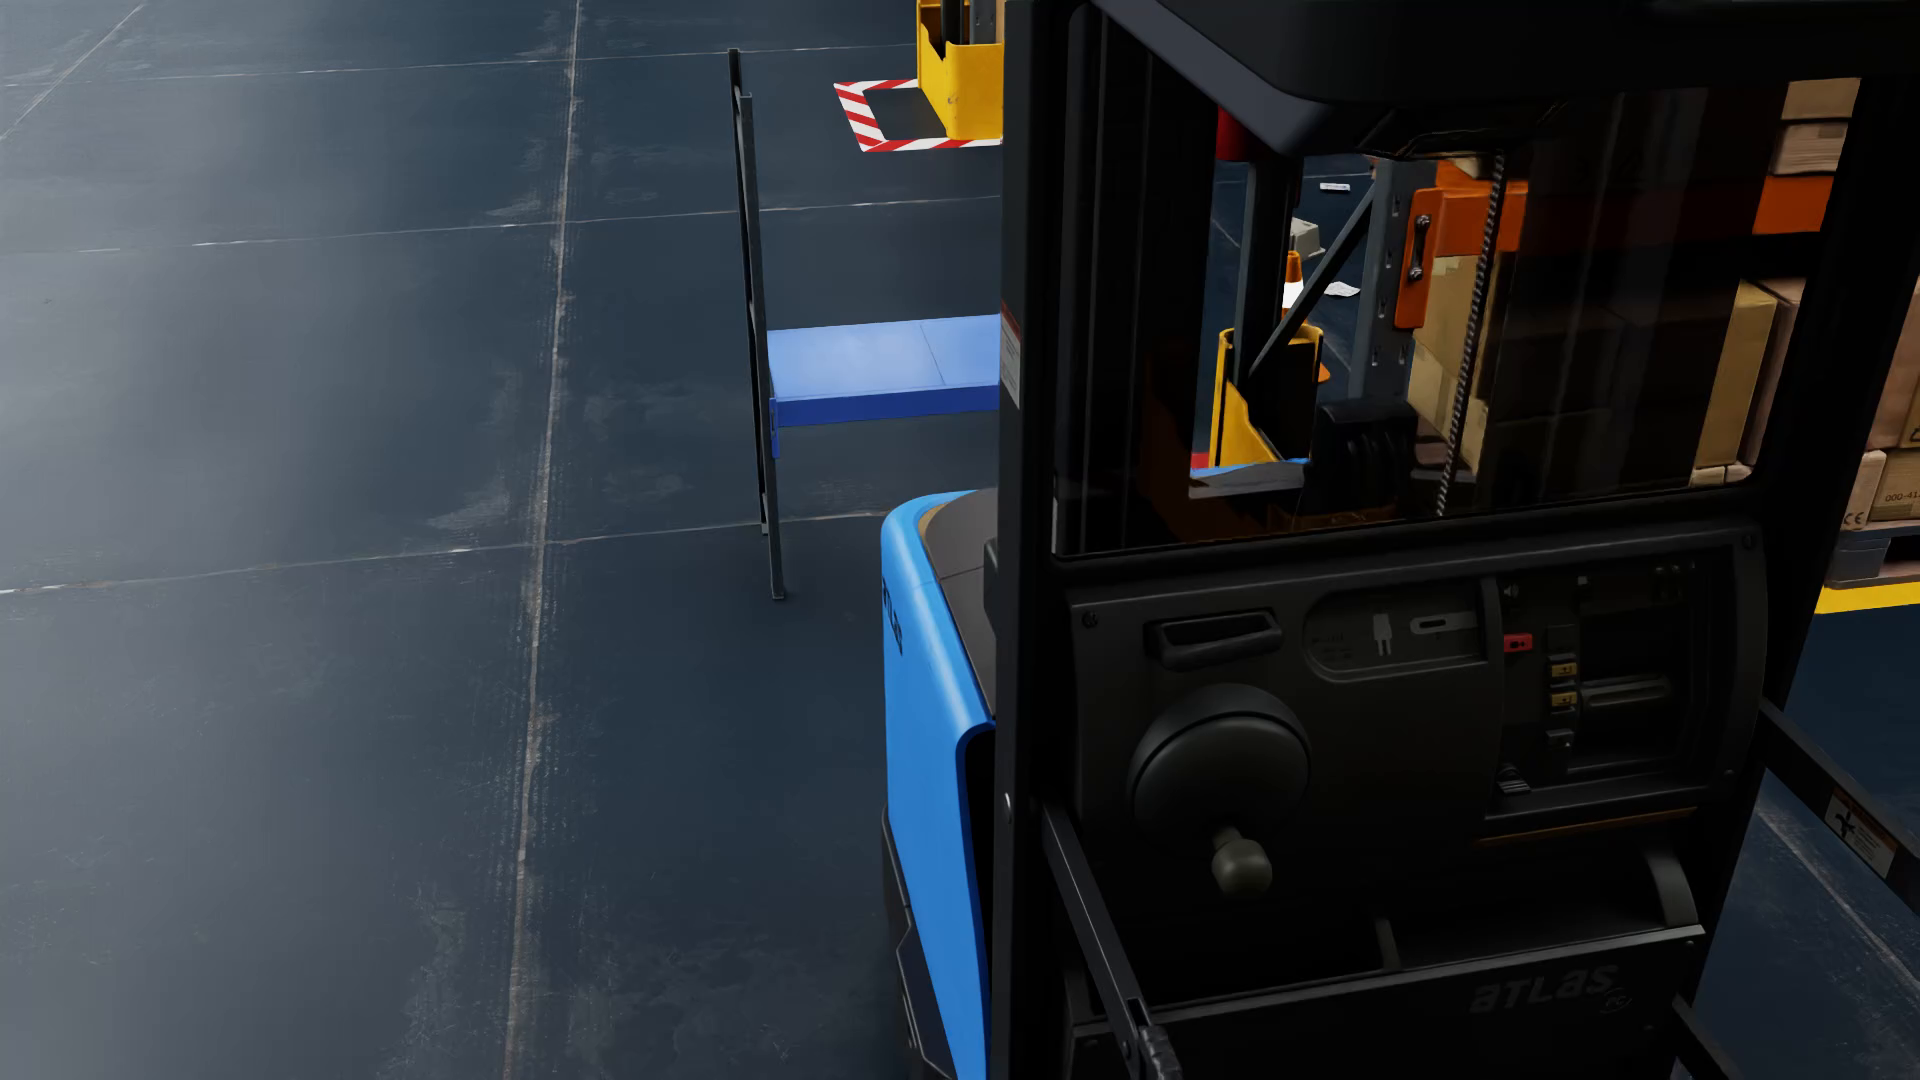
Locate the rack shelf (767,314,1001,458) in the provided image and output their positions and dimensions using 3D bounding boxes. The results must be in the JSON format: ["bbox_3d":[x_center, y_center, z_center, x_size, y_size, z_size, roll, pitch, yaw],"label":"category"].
[{"bbox_3d":[-0.084,-0.484,4.948,1.000,0.185,0.538,-5,31,-9],"label":"rack shelf"}]

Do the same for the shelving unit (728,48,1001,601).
[{"bbox_3d":[-0.084,-0.639,4.857,1.048,1.500,0.538,-5,31,-9],"label":"shelving unit"}]

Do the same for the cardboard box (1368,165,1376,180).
[{"bbox_3d":[2.300,-1.616,7.501,0.797,0.503,0.637,23,37,33],"label":"cardboard box"}]

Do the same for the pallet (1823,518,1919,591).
[{"bbox_3d":[3.106,-0.240,5.450,1.213,0.211,1.003,-5,31,-9],"label":"pallet"}]

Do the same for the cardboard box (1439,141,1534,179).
[{"bbox_3d":[1.400,-1.089,4.390,0.250,0.149,0.380,-5,31,-9],"label":"cardboard box"}]

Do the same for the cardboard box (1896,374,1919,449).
[{"bbox_3d":[2.904,-0.618,4.900,0.500,0.500,0.500,-5,31,-8],"label":"cardboard box"}]

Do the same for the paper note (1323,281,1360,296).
[{"bbox_3d":[1.600,-1.068,7.036,0.142,0.019,0.148,-17,34,-26],"label":"paper note"}]

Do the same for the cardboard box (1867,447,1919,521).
[{"bbox_3d":[2.910,-0.300,5.099,0.500,0.250,0.500,-3,31,-6],"label":"cardboard box"}]

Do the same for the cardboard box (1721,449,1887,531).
[{"bbox_3d":[2.375,-0.243,5.003,0.500,0.250,0.500,-4,31,-7],"label":"cardboard box"}]

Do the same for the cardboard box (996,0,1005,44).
[{"bbox_3d":[0.693,-3.088,9.224,0.875,0.875,0.875,-5,31,-9],"label":"cardboard box"}]

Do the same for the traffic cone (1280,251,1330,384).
[{"bbox_3d":[1.219,-0.858,6.253,0.334,0.463,0.336,-5,31,-9],"label":"traffic cone"}]

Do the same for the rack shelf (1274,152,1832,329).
[{"bbox_3d":[2.996,-1.142,4.942,4.000,0.370,1.077,-5,31,-9],"label":"rack shelf"}]

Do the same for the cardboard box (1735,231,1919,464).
[{"bbox_3d":[2.409,-0.576,4.829,0.500,0.500,0.500,-6,31,-11],"label":"cardboard box"}]

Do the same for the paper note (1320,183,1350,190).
[{"bbox_3d":[1.845,-1.740,8.181,0.142,0.017,0.144,5,31,8],"label":"paper note"}]

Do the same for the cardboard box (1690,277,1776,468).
[{"bbox_3d":[1.895,-0.526,4.744,0.500,0.500,0.500,-6,31,-11],"label":"cardboard box"}]

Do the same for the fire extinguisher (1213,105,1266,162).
[{"bbox_3d":[0.833,-1.455,4.842,0.183,0.674,0.296,-5,31,-9],"label":"fire extinguisher"}]

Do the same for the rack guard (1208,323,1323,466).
[{"bbox_3d":[1.103,-0.199,5.094,0.348,0.500,1.175,-5,31,-9],"label":"rack guard"}]

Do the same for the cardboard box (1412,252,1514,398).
[{"bbox_3d":[1.770,-0.791,5.195,0.500,0.500,0.500,-5,31,-9],"label":"cardboard box"}]

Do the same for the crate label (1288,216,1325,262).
[{"bbox_3d":[1.447,-1.343,7.398,0.298,0.136,0.250,-23,38,-34],"label":"crate label"}]

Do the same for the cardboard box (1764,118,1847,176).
[{"bbox_3d":[2.179,-1.103,4.414,0.250,0.149,0.380,-5,31,-8],"label":"cardboard box"}]

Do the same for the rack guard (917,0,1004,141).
[{"bbox_3d":[0.014,-2.648,9.260,0.348,0.500,1.175,-5,31,-9],"label":"rack guard"}]

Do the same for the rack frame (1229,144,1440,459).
[{"bbox_3d":[1.029,-1.269,4.449,0.127,3.000,1.000,-5,31,-9],"label":"rack frame"}]

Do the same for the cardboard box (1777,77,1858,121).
[{"bbox_3d":[2.053,-1.394,4.270,0.500,0.500,0.500,-4,31,-7],"label":"cardboard box"}]

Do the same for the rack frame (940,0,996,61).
[{"bbox_3d":[0.038,-3.728,8.631,0.127,3.000,1.000,-5,31,-9],"label":"rack frame"}]

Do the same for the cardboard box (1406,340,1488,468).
[{"bbox_3d":[1.799,-0.475,5.397,0.500,0.250,0.500,-5,31,-9],"label":"cardboard box"}]

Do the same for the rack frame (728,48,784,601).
[{"bbox_3d":[-0.584,-0.592,4.778,0.032,1.500,0.500,-5,31,-9],"label":"rack frame"}]

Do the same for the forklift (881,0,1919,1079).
[{"bbox_3d":[0.638,0.256,1.922,1.130,2.935,3.031,-6,31,-10],"label":"forklift"}]

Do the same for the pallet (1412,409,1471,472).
[{"bbox_3d":[1.909,-0.131,5.264,1.213,0.211,1.003,-5,31,-9],"label":"pallet"}]

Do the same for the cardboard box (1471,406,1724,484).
[{"bbox_3d":[1.872,-0.201,4.930,0.500,0.250,0.500,-6,31,-9],"label":"cardboard box"}]
